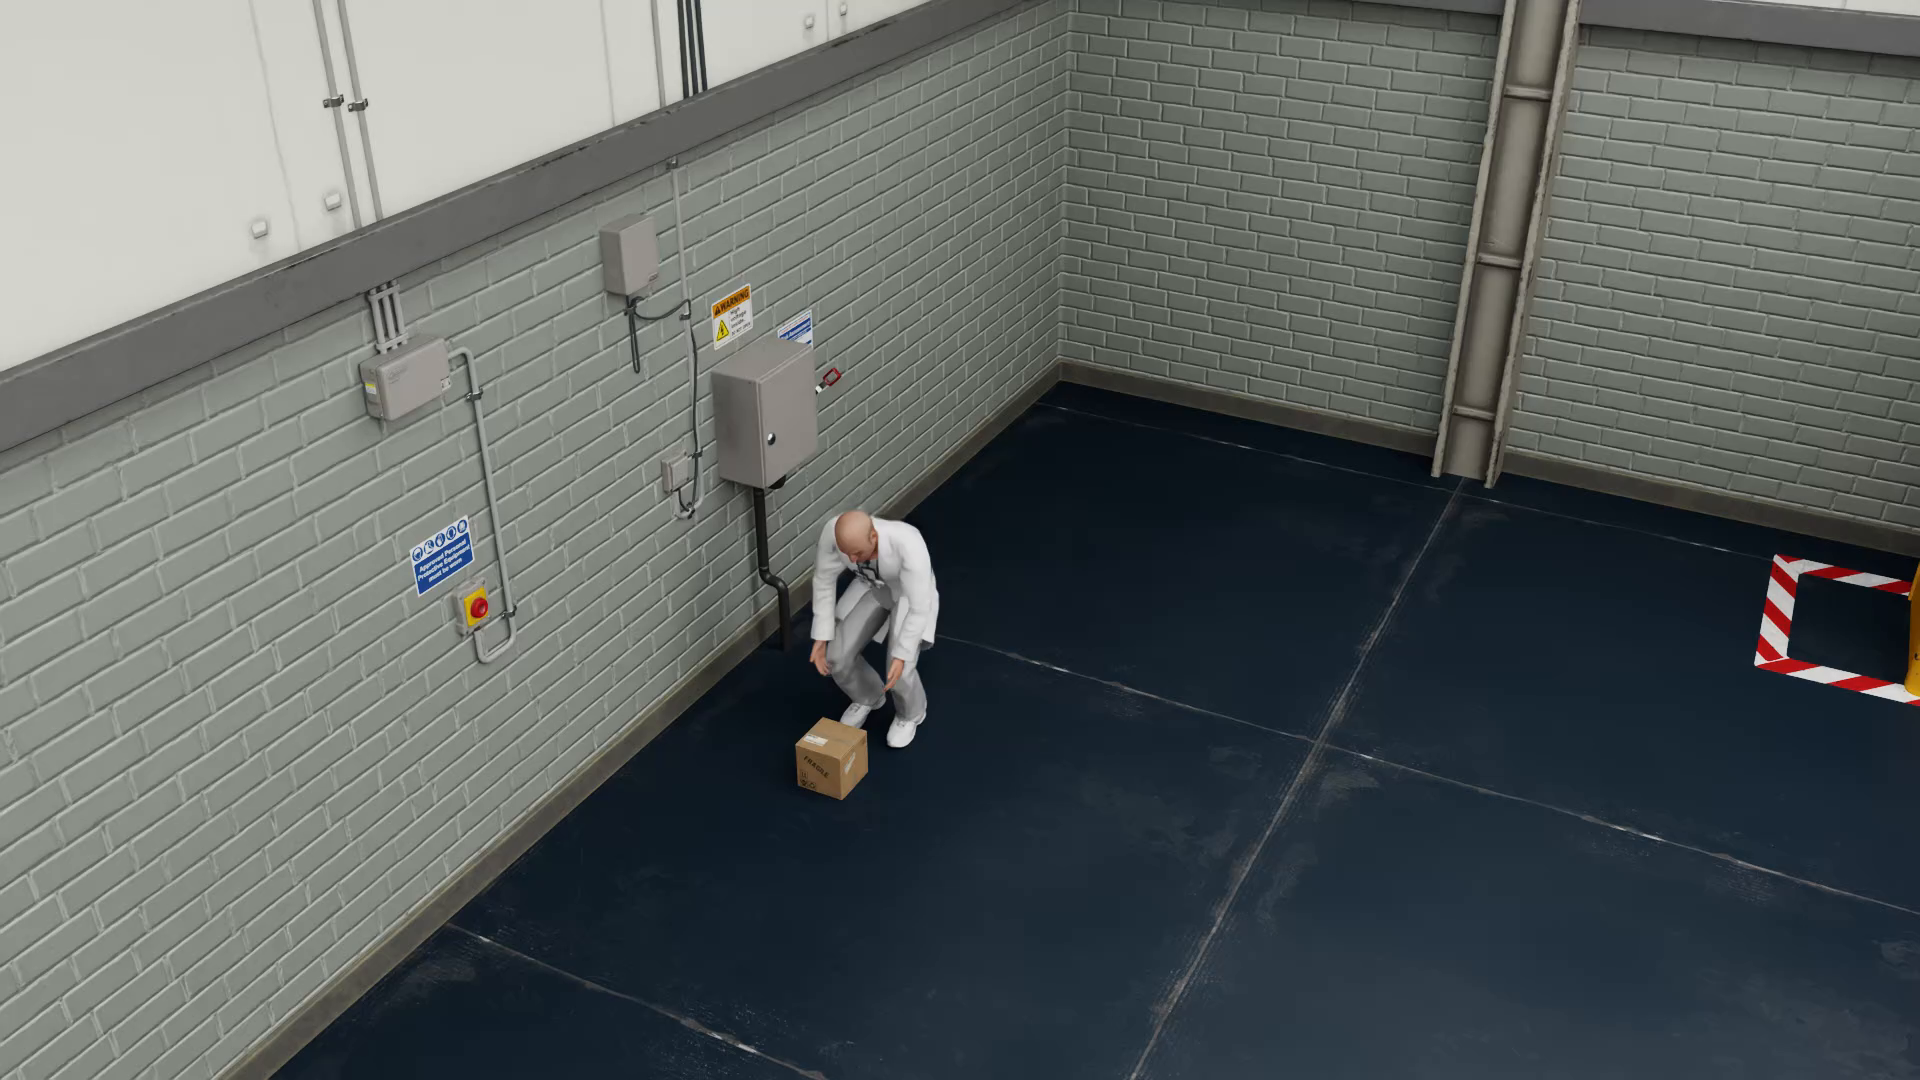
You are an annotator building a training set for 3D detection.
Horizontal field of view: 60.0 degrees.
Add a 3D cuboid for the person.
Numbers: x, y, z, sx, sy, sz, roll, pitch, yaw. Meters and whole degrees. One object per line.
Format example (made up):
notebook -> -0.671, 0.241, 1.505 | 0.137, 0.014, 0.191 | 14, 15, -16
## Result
person -> -0.373, 0.360, 8.073 | 0.633, 1.393, 0.737 | 14, 33, 23
